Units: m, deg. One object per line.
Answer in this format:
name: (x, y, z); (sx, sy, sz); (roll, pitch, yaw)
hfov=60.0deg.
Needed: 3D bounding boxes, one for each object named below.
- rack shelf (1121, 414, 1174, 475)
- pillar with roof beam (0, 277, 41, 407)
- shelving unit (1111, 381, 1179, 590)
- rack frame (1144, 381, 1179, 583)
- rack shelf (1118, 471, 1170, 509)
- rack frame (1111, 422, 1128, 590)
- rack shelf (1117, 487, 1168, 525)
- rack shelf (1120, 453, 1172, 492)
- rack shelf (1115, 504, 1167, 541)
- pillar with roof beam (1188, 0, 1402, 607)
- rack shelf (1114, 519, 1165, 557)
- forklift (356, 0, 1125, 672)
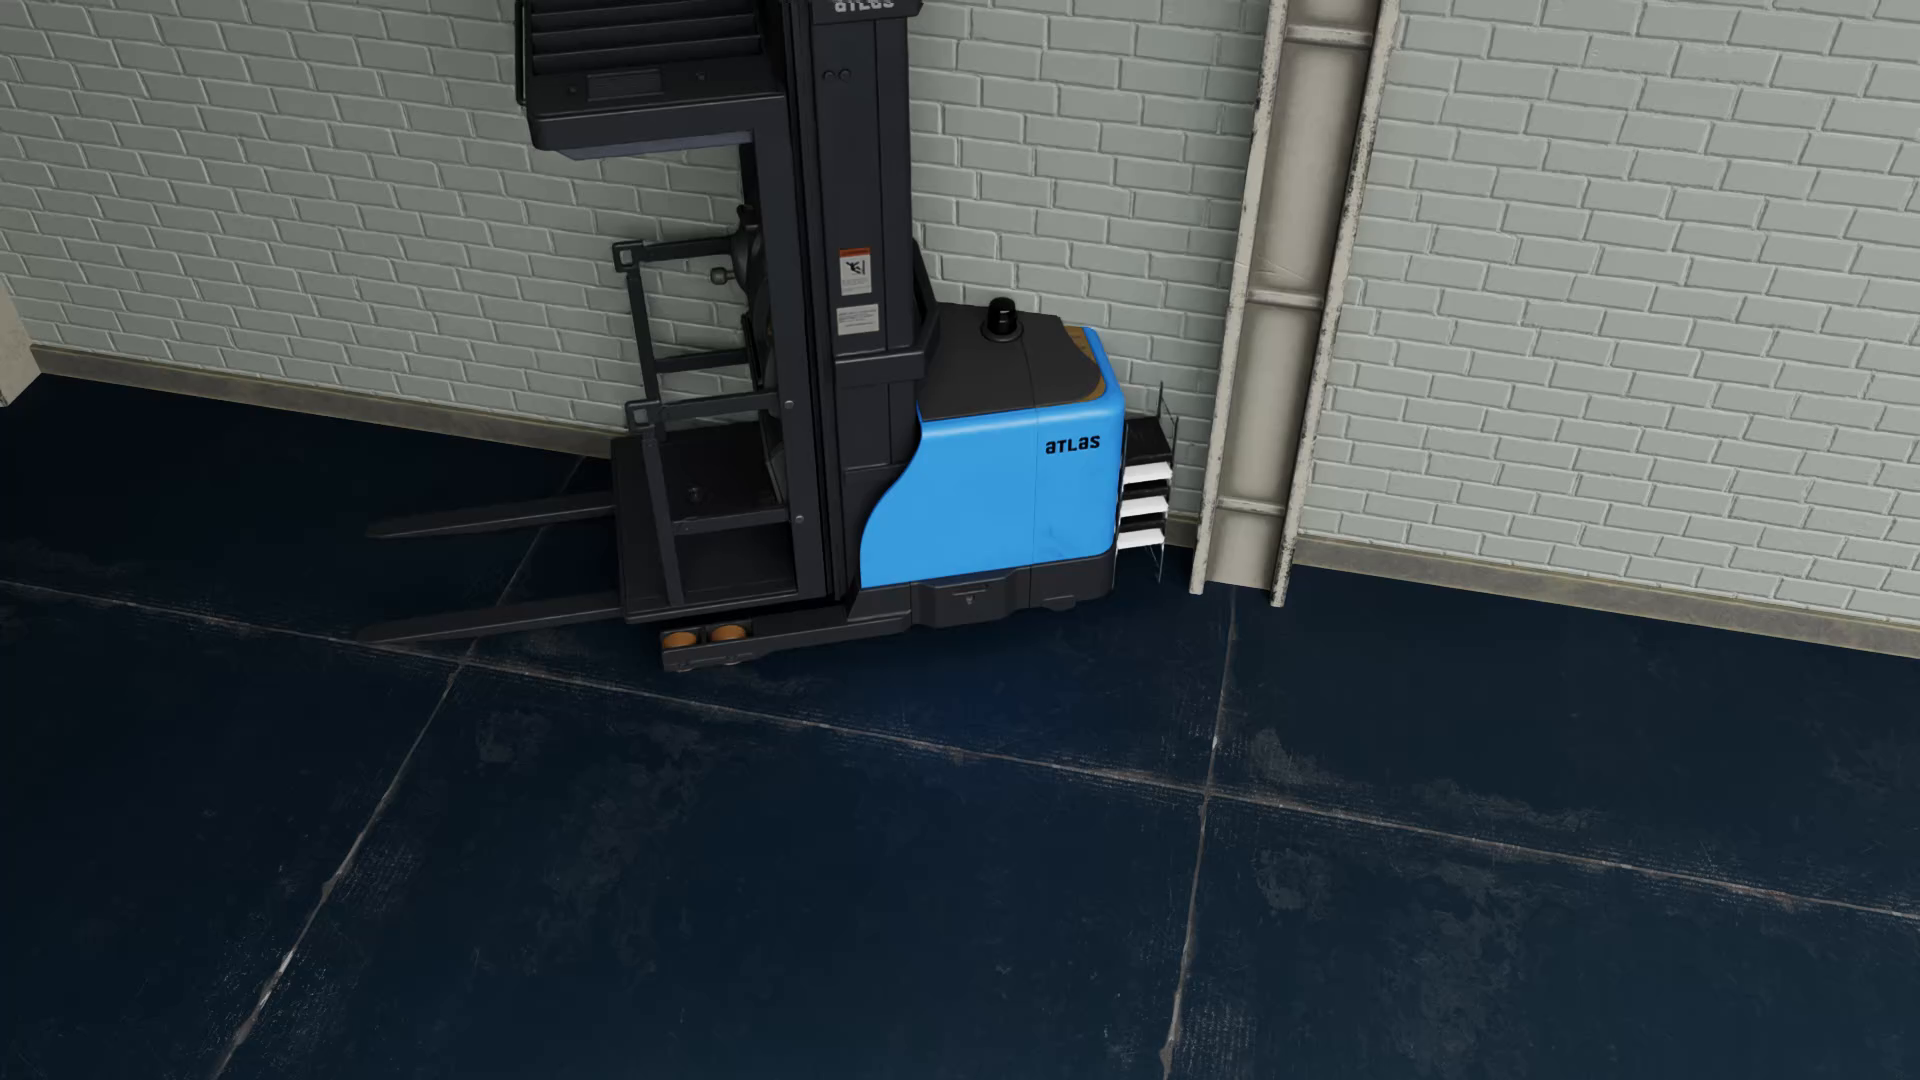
rack shelf: (0.719, -0.381, 6.615); (0.200, 0.077, 0.258); (-8, 44, -8)
pillar with roof beam: (-5.610, -1.091, 1.854); (0.400, 9.000, 9.100); (9, 45, 9)
shelving unit: (0.719, -0.210, 6.779); (0.210, 0.900, 0.258); (-8, 44, -8)
rack frame: (0.818, -0.224, 6.794); (0.006, 0.900, 0.240); (-8, 44, -8)
rack shelf: (0.719, -0.251, 6.740); (0.200, 0.077, 0.258); (-8, 44, -8)
rack frame: (0.619, -0.196, 6.765); (0.006, 0.900, 0.240); (-8, 44, -8)
rack shelf: (0.719, -0.186, 6.802); (0.200, 0.077, 0.258); (-8, 44, -8)
rack shelf: (0.719, -0.316, 6.678); (0.200, 0.077, 0.258); (-8, 44, -8)
rack shelf: (0.719, -0.121, 6.865); (0.200, 0.077, 0.258); (-8, 44, -8)
pillar with roof beam: (0.245, -0.182, 0.910); (0.400, 9.000, 9.100); (9, 45, 9)
rack shelf: (0.719, -0.056, 6.927); (0.200, 0.077, 0.258); (-8, 44, -8)
forklift: (-0.932, -0.929, 6.061); (3.031, 2.935, 1.130); (-8, 44, -8)
